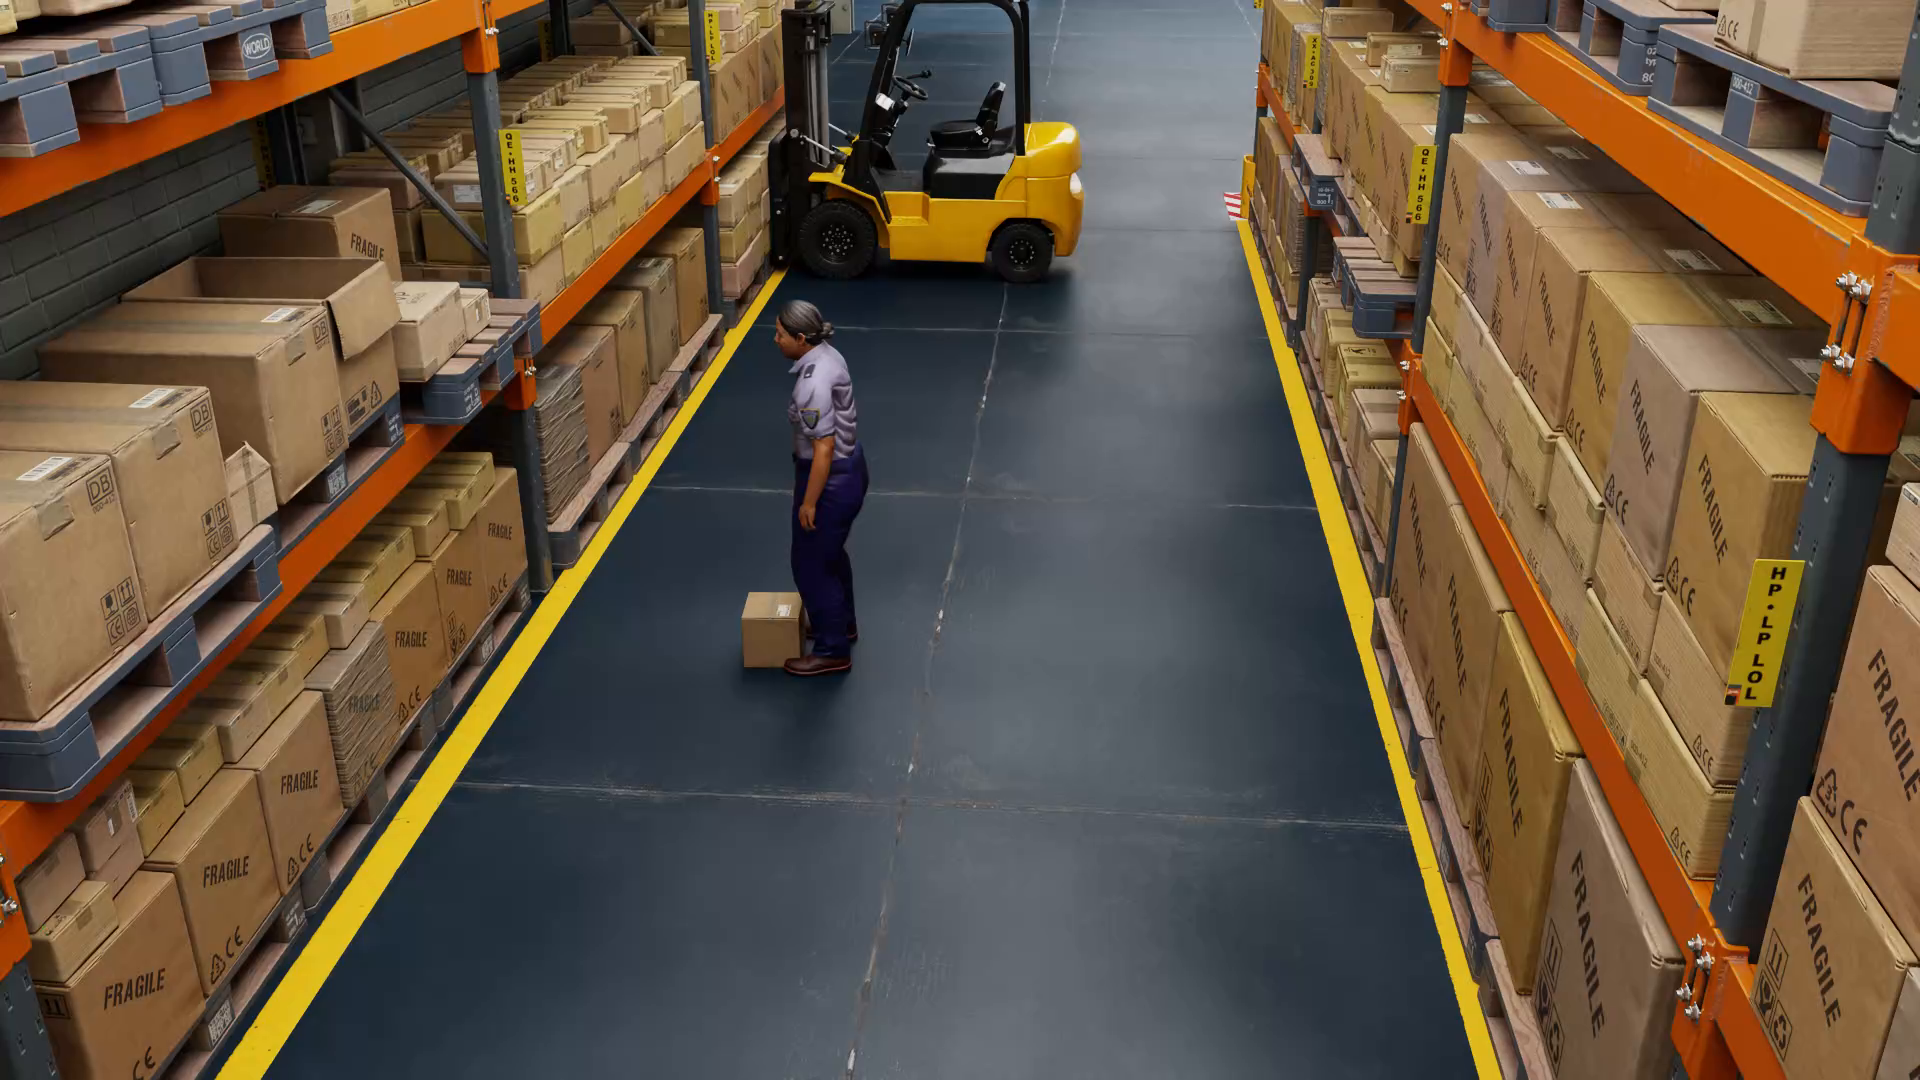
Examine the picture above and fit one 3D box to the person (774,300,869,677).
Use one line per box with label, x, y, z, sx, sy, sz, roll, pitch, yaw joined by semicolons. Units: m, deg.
person;-0.587;-0.235;7.126;0.373;1.651;0.537;2;25;4
